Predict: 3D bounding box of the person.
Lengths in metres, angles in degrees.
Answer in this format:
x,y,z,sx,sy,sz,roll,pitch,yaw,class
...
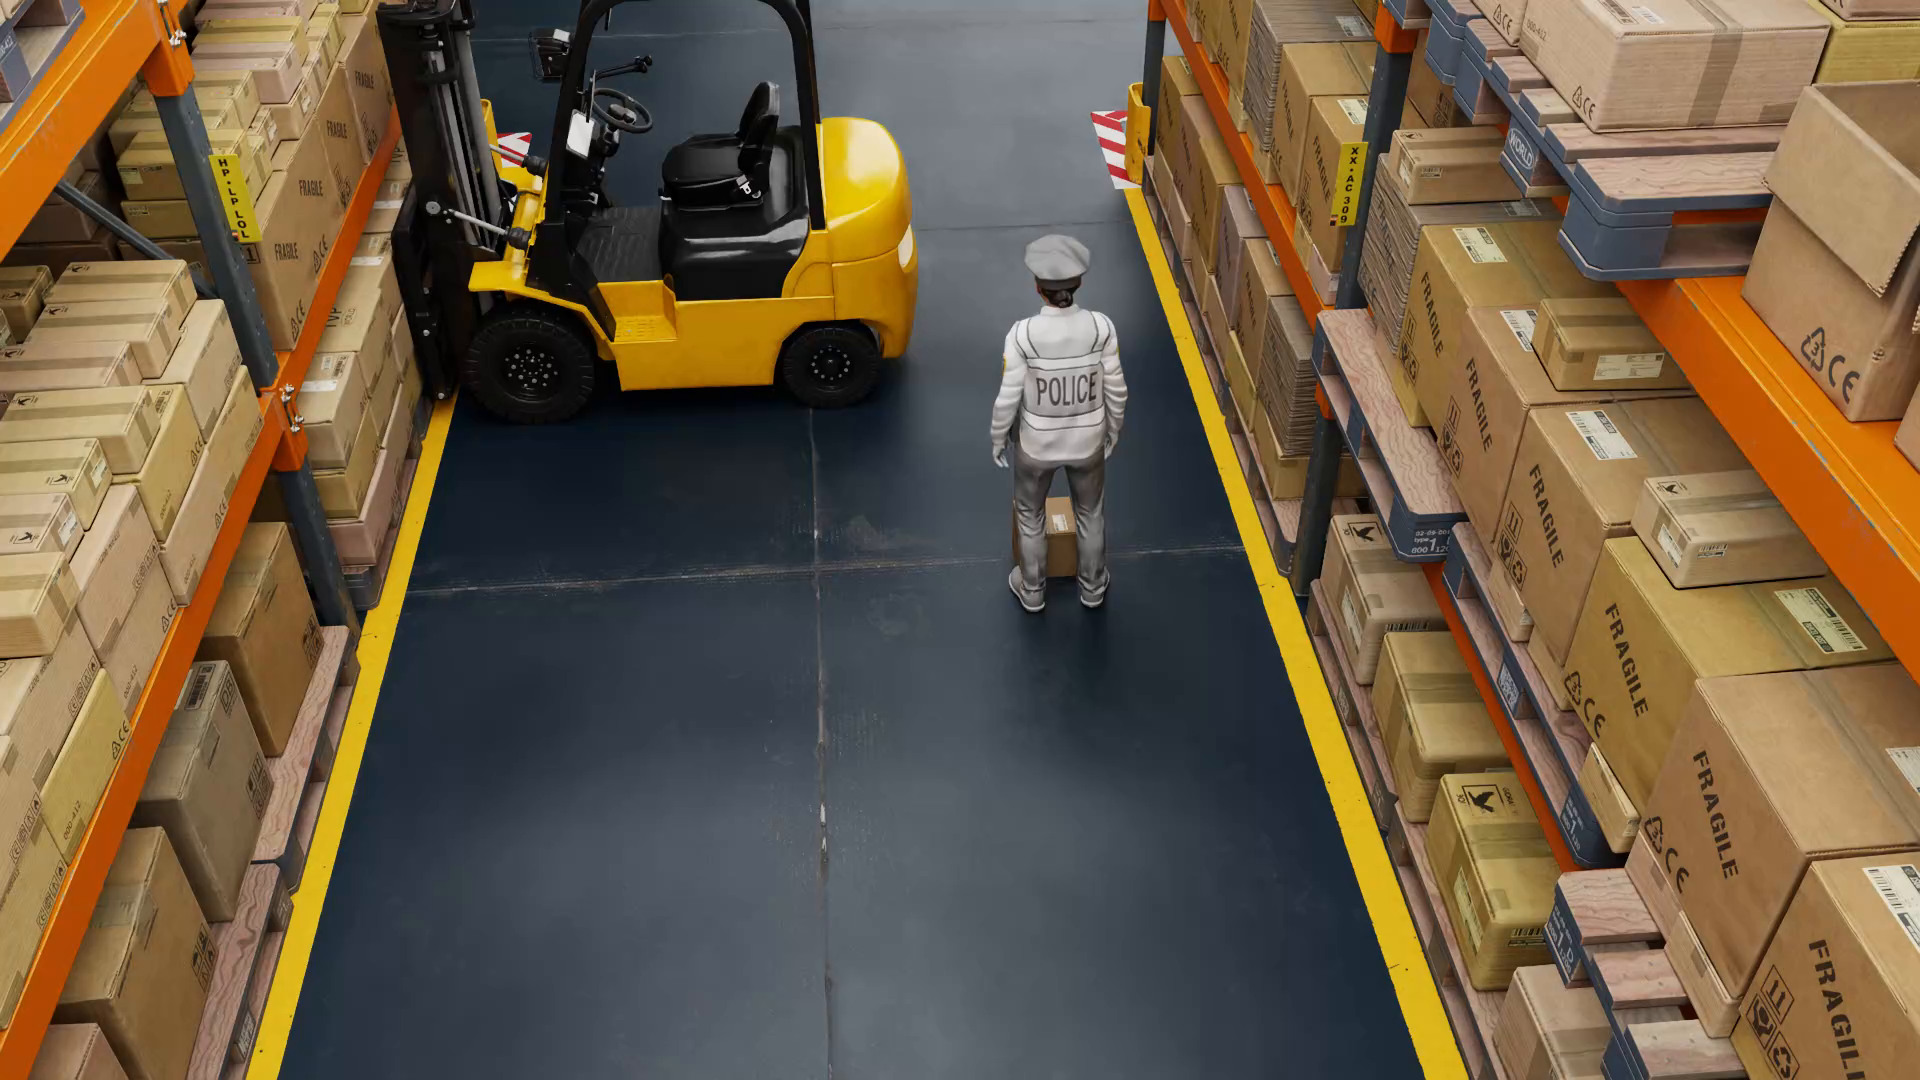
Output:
x,y,z,sx,sy,sz,roll,pitch,yaw,class
0.391,-0.405,6.643,0.547,1.667,0.369,-5,40,-6,person
